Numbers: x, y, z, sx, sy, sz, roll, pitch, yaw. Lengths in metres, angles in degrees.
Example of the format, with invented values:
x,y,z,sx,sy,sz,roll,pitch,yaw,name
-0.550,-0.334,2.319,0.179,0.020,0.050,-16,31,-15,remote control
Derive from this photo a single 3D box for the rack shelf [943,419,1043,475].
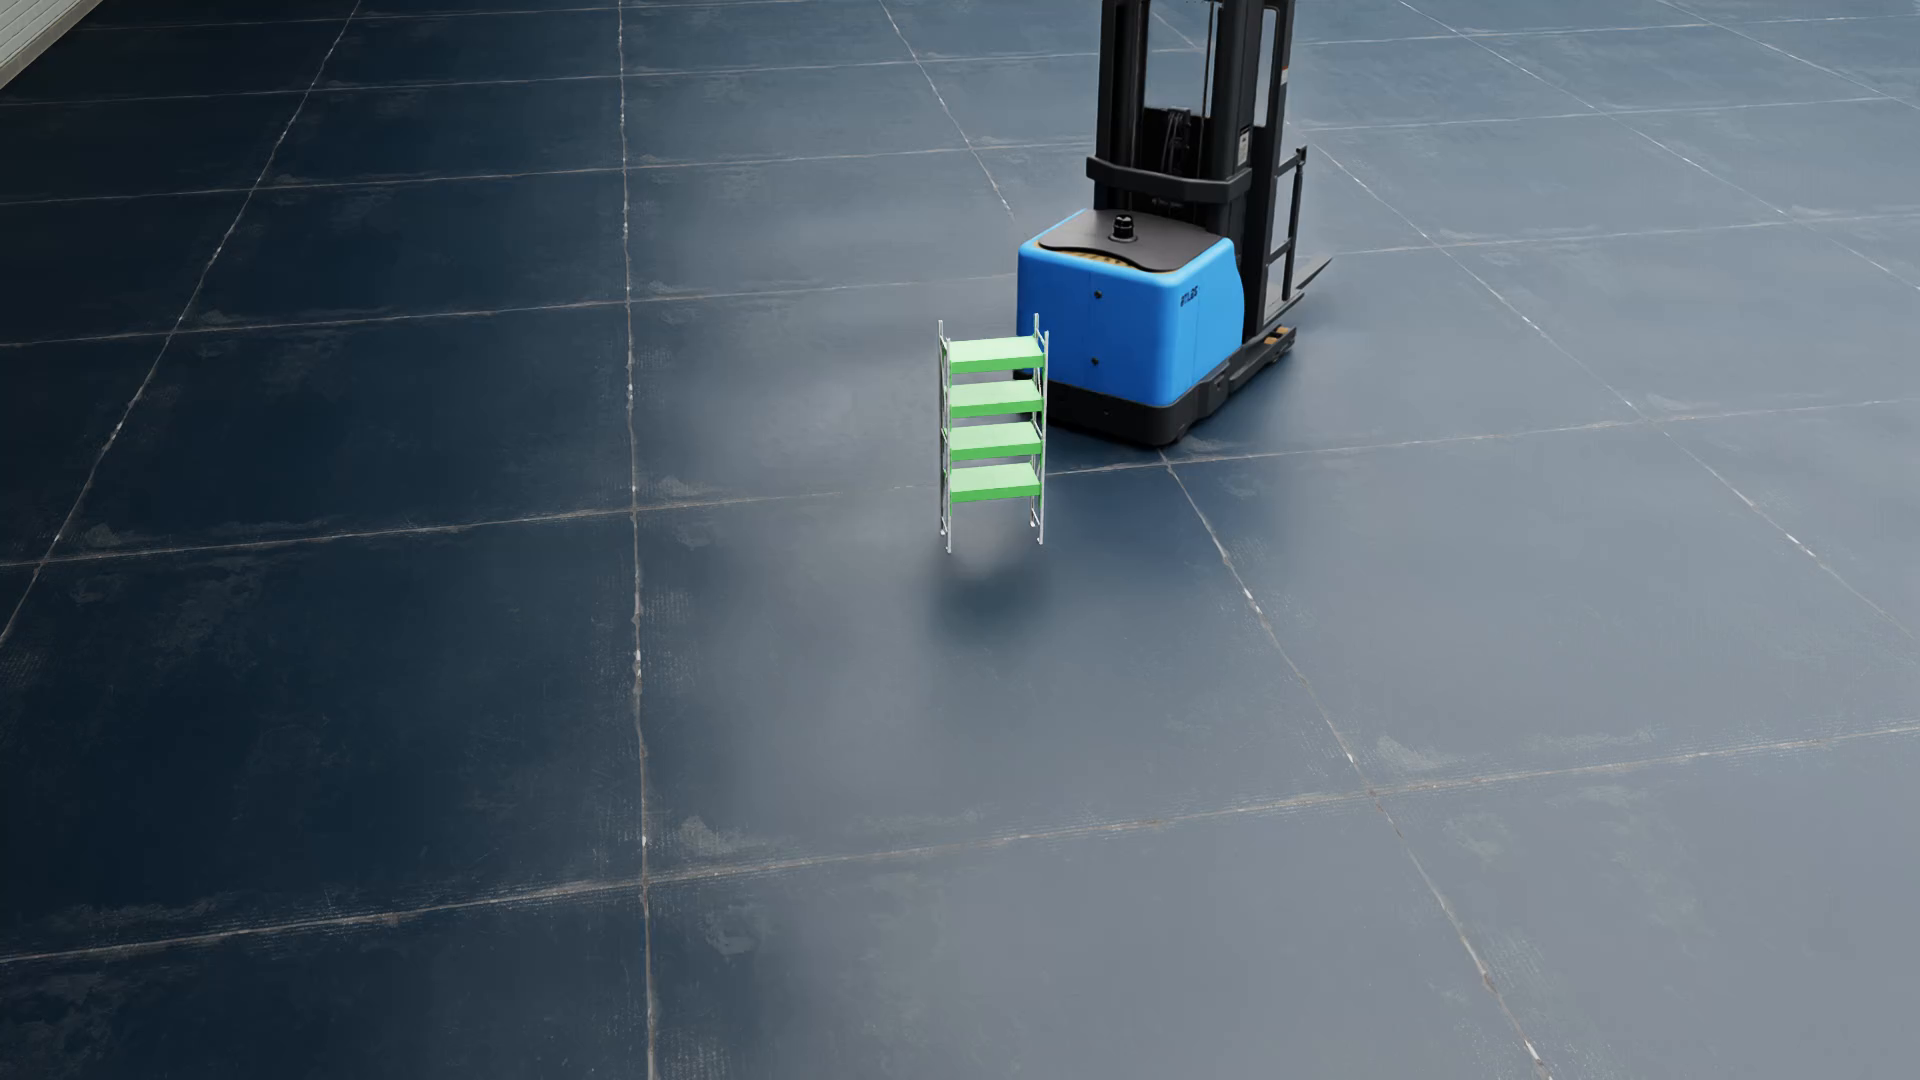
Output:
x,y,z,sx,sy,sz,roll,pitch,yaw,name
0.163,-0.477,8.504,0.480,0.148,0.258,-5,31,-9,rack shelf

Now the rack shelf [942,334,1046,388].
x,y,z,sx,sy,sz,roll,pitch,yaw,name
0.163,-0.891,8.261,0.480,0.148,0.258,-5,31,-9,rack shelf

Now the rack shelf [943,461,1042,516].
x,y,z,sx,sy,sz,roll,pitch,yaw,name
0.163,-0.270,8.626,0.480,0.148,0.258,-5,31,-9,rack shelf

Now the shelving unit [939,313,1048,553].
x,y,z,sx,sy,sz,roll,pitch,yaw,name
0.163,-0.532,8.472,0.503,1.200,0.258,-5,31,-9,shelving unit

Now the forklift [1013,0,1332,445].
x,y,z,sx,sy,sz,roll,pitch,yaw,name
1.529,-2.516,10.137,1.130,2.935,3.031,18,35,27,forklift

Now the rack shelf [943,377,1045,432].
x,y,z,sx,sy,sz,roll,pitch,yaw,name
0.163,-0.684,8.382,0.480,0.148,0.258,-5,31,-9,rack shelf

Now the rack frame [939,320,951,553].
x,y,z,sx,sy,sz,roll,pitch,yaw,name
-0.077,-0.510,8.434,0.015,1.200,0.240,-5,31,-9,rack frame

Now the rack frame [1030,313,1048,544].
x,y,z,sx,sy,sz,roll,pitch,yaw,name
0.403,-0.555,8.509,0.015,1.200,0.240,-5,31,-9,rack frame
